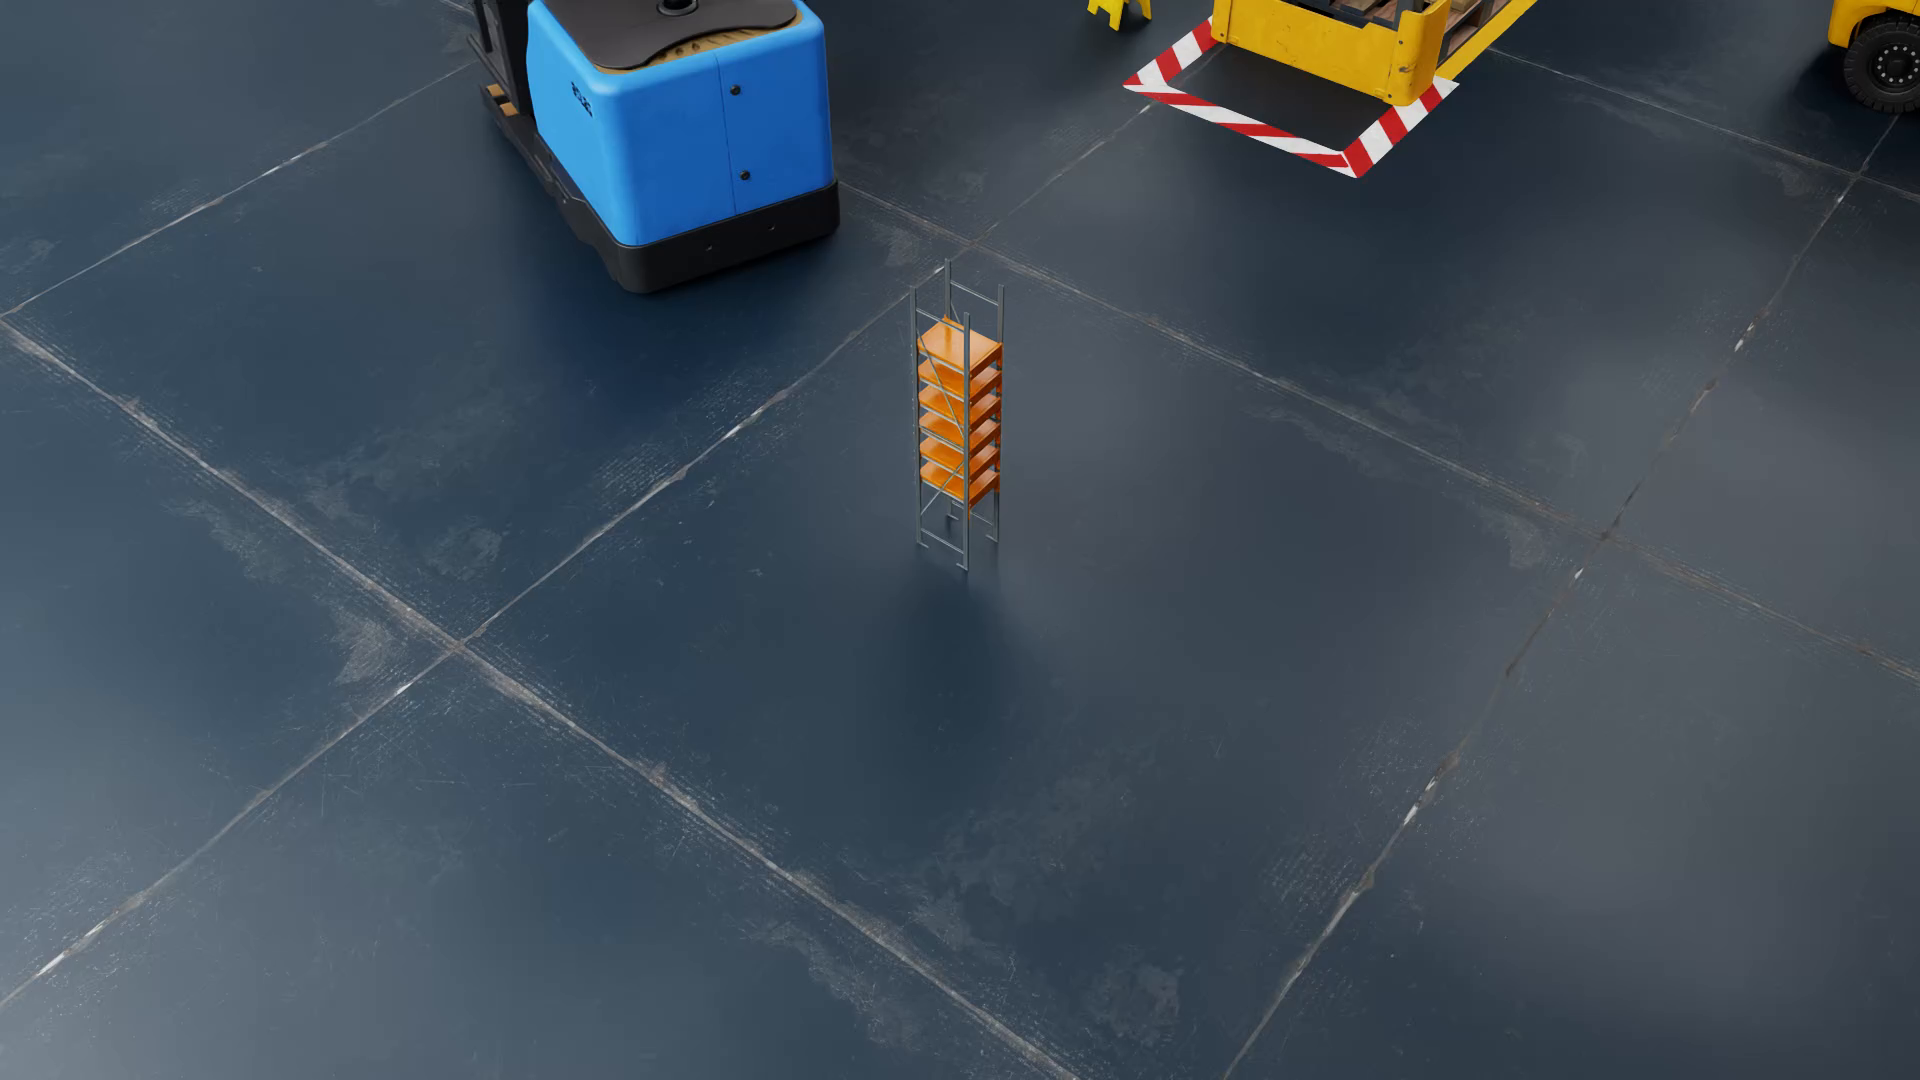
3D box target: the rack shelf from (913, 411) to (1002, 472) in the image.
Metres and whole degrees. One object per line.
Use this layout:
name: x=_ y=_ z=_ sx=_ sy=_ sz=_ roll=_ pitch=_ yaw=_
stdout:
rack shelf: x=-0.009 y=-0.375 z=5.840 sx=0.258 sy=0.103 sz=0.180 roll=29 pitch=53 yaw=25

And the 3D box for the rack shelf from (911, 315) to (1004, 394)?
rack shelf: x=-0.009 y=-0.624 z=5.580 sx=0.258 sy=0.103 sz=0.180 roll=29 pitch=53 yaw=25

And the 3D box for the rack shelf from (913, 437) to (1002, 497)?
rack shelf: x=-0.009 y=-0.293 z=5.927 sx=0.258 sy=0.103 sz=0.180 roll=29 pitch=53 yaw=25

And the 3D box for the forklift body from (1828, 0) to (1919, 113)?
forklift body: x=5.467 y=-2.905 z=7.537 sx=2.313 sy=2.155 sz=1.214 roll=29 pitch=53 yaw=25

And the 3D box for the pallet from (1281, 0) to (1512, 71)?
pallet: x=2.392 y=-3.028 z=8.997 sx=1.003 sy=0.211 sz=1.213 roll=29 pitch=53 yaw=25

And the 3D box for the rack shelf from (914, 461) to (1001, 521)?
rack shelf: x=-0.009 y=-0.210 z=6.014 sx=0.258 sy=0.103 sz=0.180 roll=29 pitch=53 yaw=25

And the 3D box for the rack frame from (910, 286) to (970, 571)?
rack frame: x=-0.065 y=-0.354 z=5.758 sx=0.240 sy=1.200 sz=0.006 roll=29 pitch=53 yaw=25

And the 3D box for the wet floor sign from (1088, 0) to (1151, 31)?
wet floor sign: x=0.858 y=-3.050 z=8.717 sx=0.232 sy=0.644 sz=0.267 roll=-25 pitch=51 yaw=-22

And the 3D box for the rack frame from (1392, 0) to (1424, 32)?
rack frame: x=1.821 y=-3.499 z=7.518 sx=1.000 sy=3.000 sz=0.127 roll=29 pitch=53 yaw=25

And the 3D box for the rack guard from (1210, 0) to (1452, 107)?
rack guard: x=1.868 y=-2.679 z=8.463 sx=1.175 sy=0.500 sz=0.348 roll=29 pitch=53 yaw=25

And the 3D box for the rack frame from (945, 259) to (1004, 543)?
rack frame: x=0.047 y=-0.459 z=5.858 sx=0.240 sy=1.200 sz=0.006 roll=29 pitch=53 yaw=25

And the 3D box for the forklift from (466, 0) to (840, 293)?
forklift: x=-1.712 y=-3.134 z=7.217 sx=1.130 sy=2.935 sz=3.031 roll=-23 pitch=50 yaw=-20

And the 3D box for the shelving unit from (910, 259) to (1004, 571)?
shelving unit: x=-0.009 y=-0.406 z=5.808 sx=0.258 sy=1.200 sz=0.189 roll=29 pitch=53 yaw=25

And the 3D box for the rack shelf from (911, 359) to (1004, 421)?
rack shelf: x=-0.009 y=-0.541 z=5.667 sx=0.258 sy=0.103 sz=0.180 roll=29 pitch=53 yaw=25

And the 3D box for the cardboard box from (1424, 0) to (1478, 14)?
cardboard box: x=2.533 y=-3.033 z=8.684 sx=0.500 sy=0.250 sz=0.500 roll=29 pitch=53 yaw=25

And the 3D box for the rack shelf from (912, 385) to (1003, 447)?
rack shelf: x=-0.009 y=-0.458 z=5.754 sx=0.258 sy=0.103 sz=0.180 roll=29 pitch=53 yaw=25
